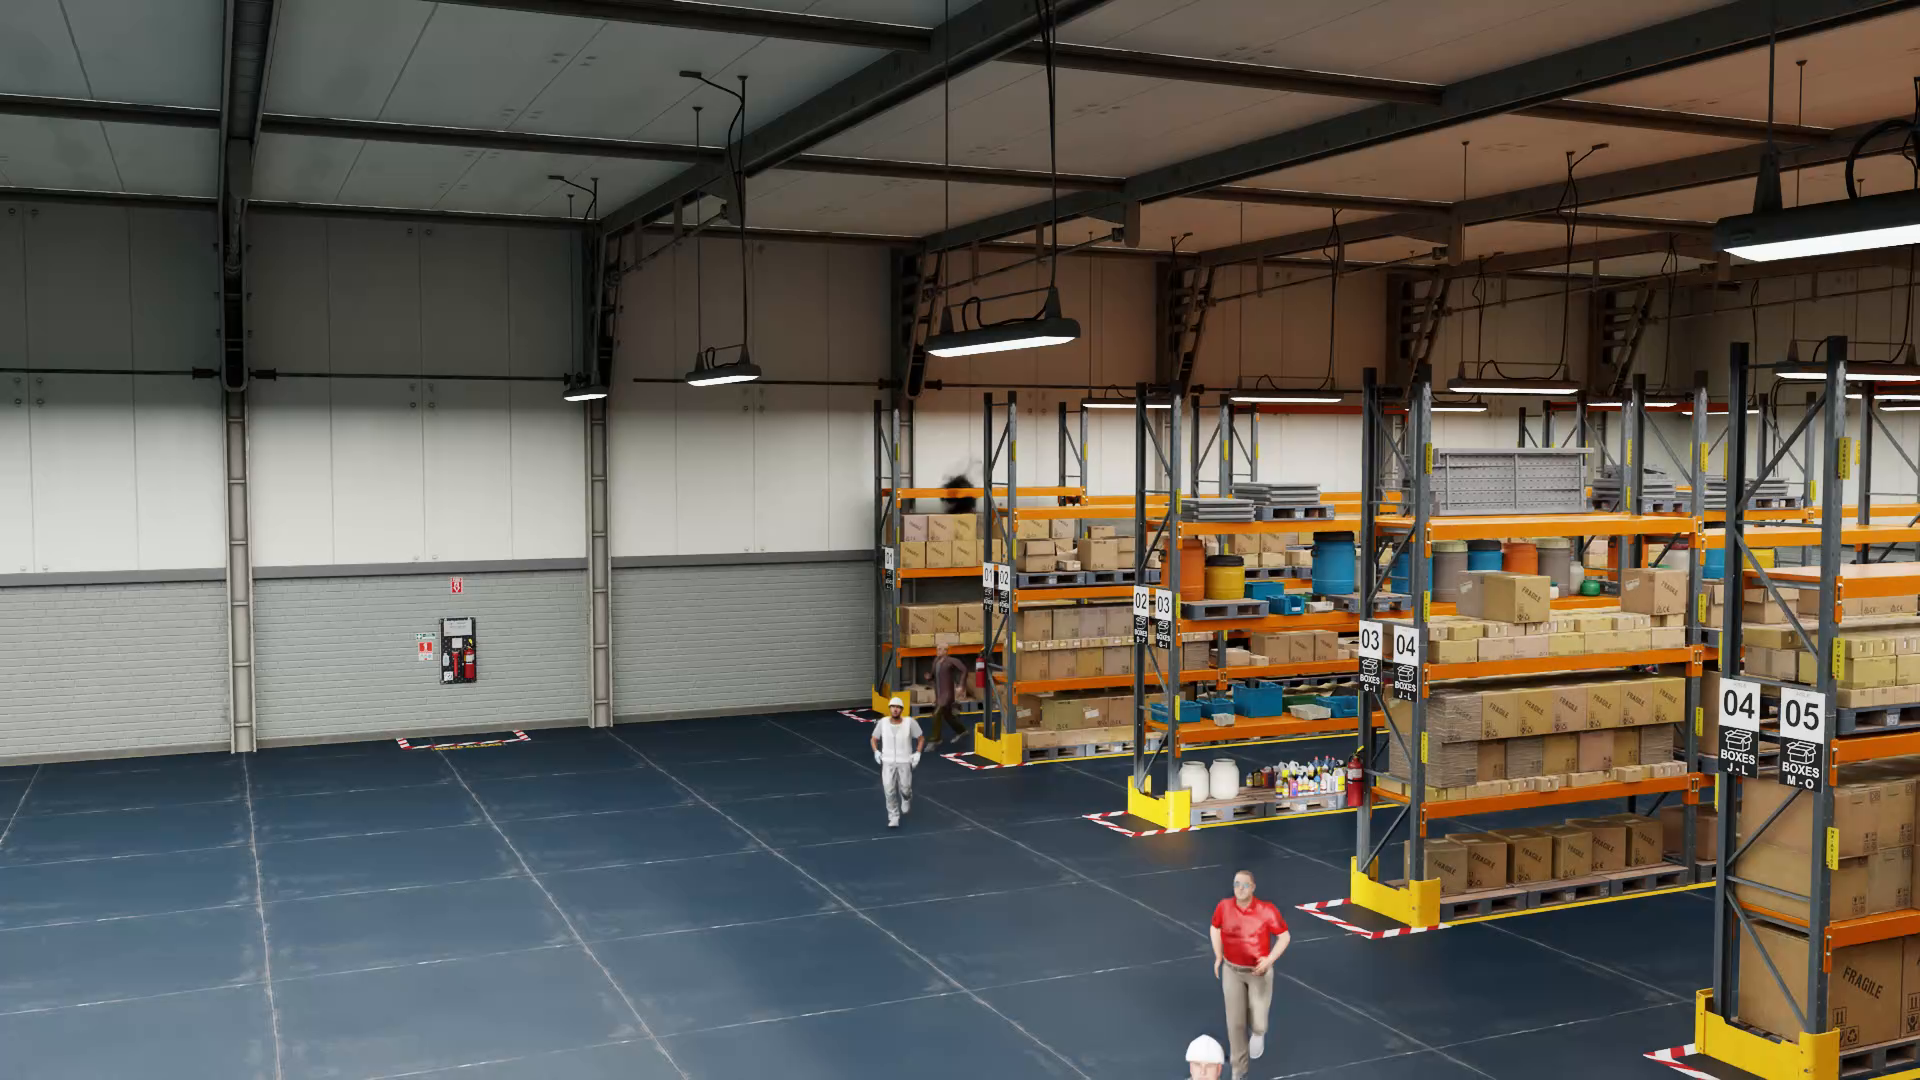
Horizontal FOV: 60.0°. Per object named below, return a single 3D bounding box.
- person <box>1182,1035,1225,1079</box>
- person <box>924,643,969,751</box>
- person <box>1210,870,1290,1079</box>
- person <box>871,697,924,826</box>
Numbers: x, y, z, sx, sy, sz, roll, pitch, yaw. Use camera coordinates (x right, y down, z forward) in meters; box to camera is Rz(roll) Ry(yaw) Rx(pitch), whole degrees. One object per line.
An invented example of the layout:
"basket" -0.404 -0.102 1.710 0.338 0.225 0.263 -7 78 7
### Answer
"person" 1.391 3.728 9.484 0.661 1.821 0.720 1 3 15
"person" -0.237 2.642 28.227 0.993 1.816 0.729 -2 4 -34
"person" 2.335 3.511 13.443 0.655 1.718 0.861 1 4 19
"person" -0.847 2.985 22.520 0.730 1.739 0.641 0 3 4
